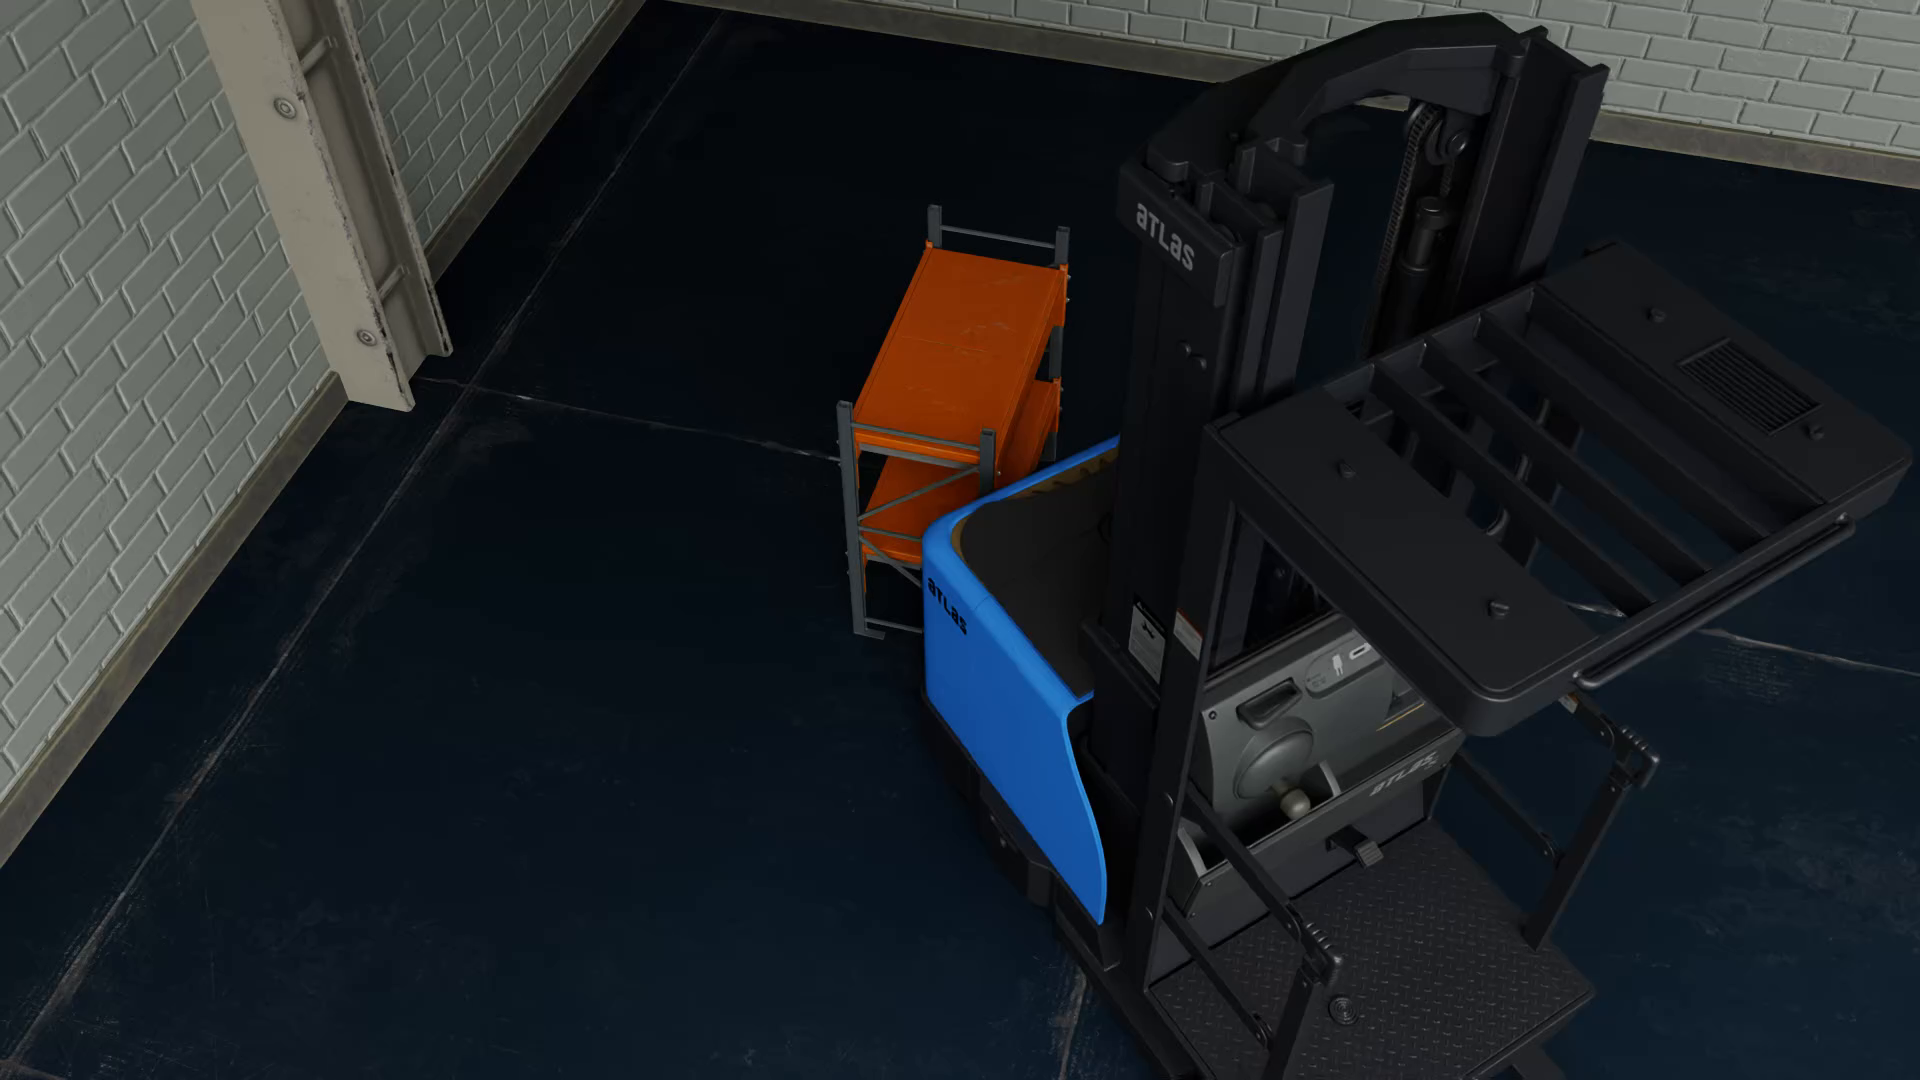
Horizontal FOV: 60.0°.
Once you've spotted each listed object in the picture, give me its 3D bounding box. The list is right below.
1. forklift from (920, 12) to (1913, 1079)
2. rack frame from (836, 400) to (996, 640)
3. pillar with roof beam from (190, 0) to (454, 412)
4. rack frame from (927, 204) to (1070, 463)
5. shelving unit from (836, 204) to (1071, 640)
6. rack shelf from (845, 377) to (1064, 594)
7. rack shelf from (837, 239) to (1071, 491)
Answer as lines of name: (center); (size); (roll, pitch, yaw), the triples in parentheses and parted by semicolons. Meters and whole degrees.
forklift: (1.078, 0.445, 3.903); (1.130, 2.935, 3.031); (-25, 53, -21)
rack frame: (-0.136, 0.000, 5.499); (0.500, 1.125, 0.032); (12, 50, 10)
pillar with roof beam: (1.837, -2.818, 2.735); (9.100, 9.000, 0.400); (12, 50, 10)
rack frame: (0.132, -0.735, 6.148); (0.500, 1.125, 0.032); (12, 50, 10)
shelving unit: (-0.002, -0.367, 5.824); (0.538, 1.125, 1.048); (12, 50, 10)
rack shelf: (-0.002, -0.206, 6.007); (0.538, 0.278, 1.000); (12, 50, 10)
rack shelf: (-0.002, -0.561, 5.605); (0.538, 0.278, 1.000); (12, 50, 10)
